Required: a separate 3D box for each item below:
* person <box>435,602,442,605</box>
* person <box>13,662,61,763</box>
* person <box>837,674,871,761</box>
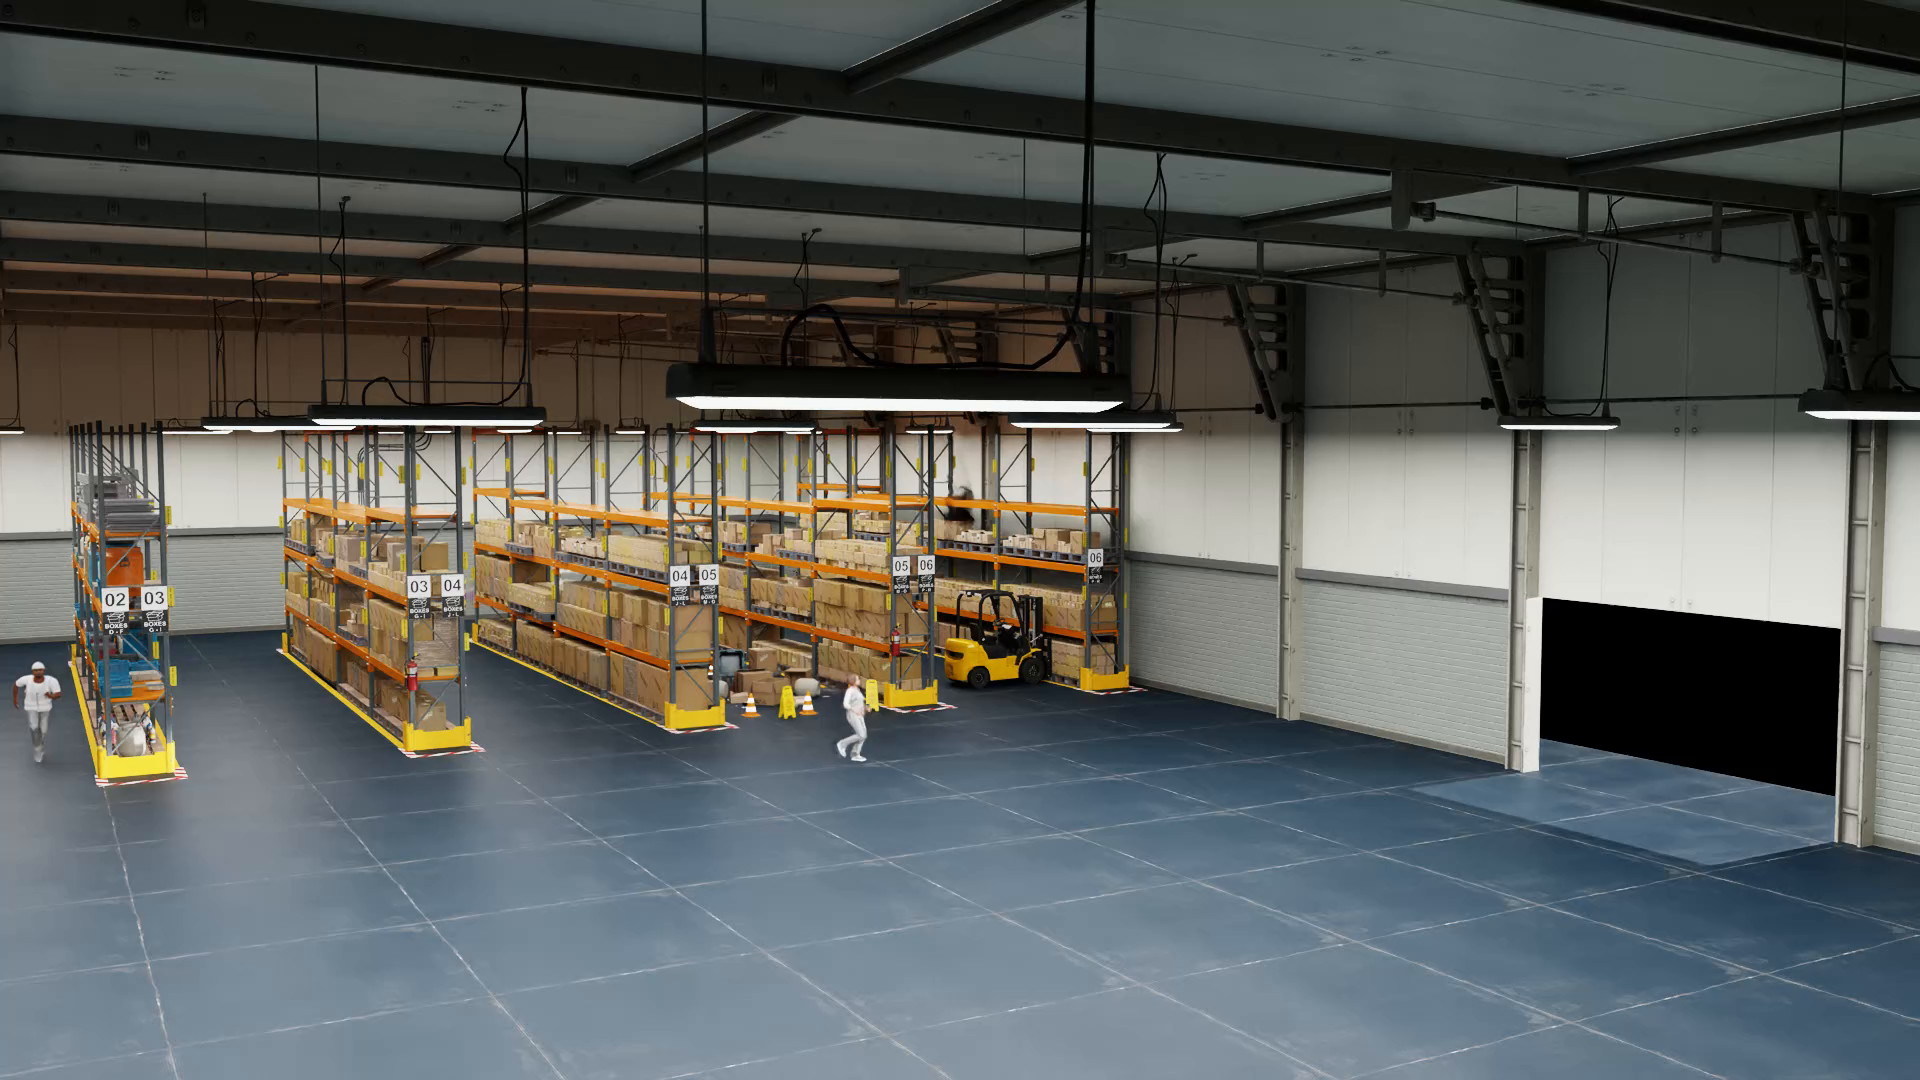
[{"bbox_3d":[-14.640,2.018,46.843,0.753,1.610,1.019,2,4,35],"label":"person"},{"bbox_3d":[-16.313,3.032,29.414,0.725,1.781,0.832,-2,4,-31],"label":"person"},{"bbox_3d":[-1.875,3.132,29.345,0.563,1.548,0.537,1,4,13],"label":"person"}]
